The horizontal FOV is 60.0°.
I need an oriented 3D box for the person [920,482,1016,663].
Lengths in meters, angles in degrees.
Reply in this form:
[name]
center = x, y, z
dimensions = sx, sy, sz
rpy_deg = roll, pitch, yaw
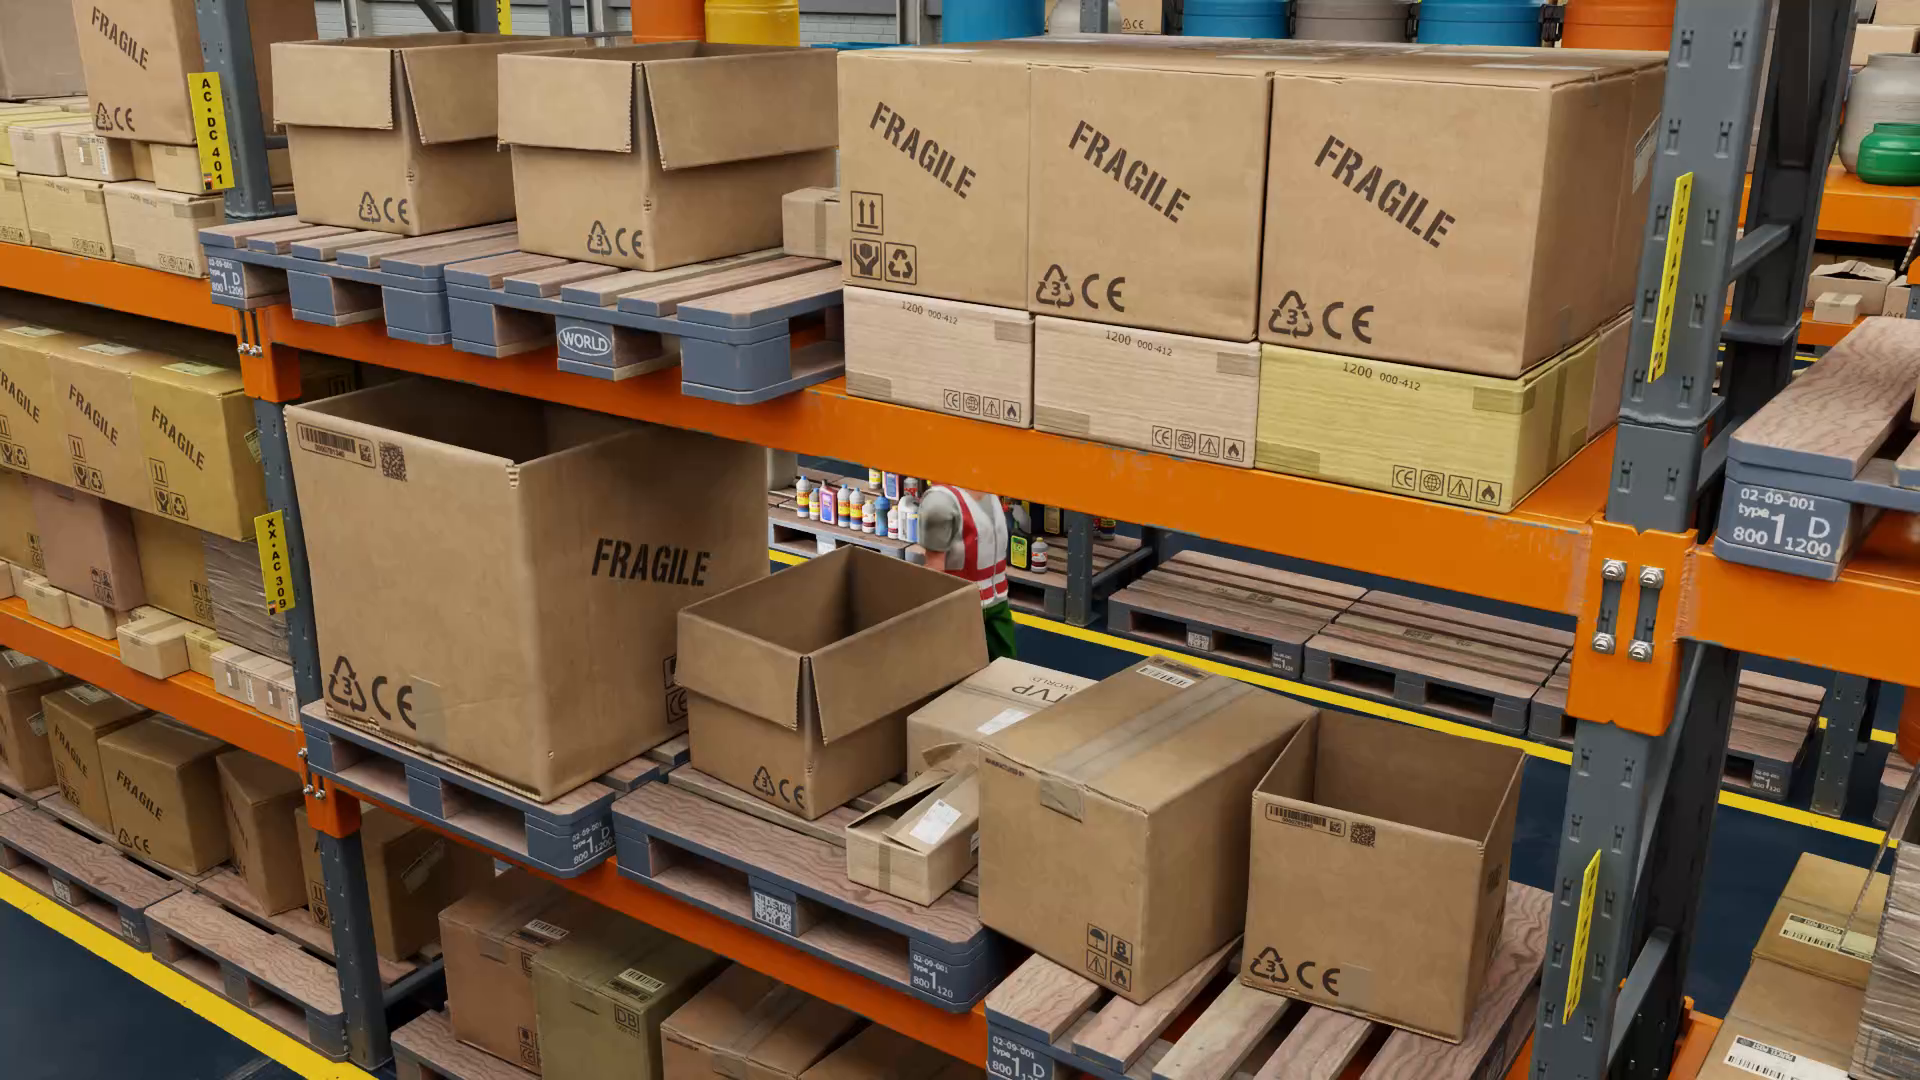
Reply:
[person]
center = 0.037, 0.308, 7.671
dimensions = 0.563, 1.805, 0.577
rpy_deg = 13, 23, 32
